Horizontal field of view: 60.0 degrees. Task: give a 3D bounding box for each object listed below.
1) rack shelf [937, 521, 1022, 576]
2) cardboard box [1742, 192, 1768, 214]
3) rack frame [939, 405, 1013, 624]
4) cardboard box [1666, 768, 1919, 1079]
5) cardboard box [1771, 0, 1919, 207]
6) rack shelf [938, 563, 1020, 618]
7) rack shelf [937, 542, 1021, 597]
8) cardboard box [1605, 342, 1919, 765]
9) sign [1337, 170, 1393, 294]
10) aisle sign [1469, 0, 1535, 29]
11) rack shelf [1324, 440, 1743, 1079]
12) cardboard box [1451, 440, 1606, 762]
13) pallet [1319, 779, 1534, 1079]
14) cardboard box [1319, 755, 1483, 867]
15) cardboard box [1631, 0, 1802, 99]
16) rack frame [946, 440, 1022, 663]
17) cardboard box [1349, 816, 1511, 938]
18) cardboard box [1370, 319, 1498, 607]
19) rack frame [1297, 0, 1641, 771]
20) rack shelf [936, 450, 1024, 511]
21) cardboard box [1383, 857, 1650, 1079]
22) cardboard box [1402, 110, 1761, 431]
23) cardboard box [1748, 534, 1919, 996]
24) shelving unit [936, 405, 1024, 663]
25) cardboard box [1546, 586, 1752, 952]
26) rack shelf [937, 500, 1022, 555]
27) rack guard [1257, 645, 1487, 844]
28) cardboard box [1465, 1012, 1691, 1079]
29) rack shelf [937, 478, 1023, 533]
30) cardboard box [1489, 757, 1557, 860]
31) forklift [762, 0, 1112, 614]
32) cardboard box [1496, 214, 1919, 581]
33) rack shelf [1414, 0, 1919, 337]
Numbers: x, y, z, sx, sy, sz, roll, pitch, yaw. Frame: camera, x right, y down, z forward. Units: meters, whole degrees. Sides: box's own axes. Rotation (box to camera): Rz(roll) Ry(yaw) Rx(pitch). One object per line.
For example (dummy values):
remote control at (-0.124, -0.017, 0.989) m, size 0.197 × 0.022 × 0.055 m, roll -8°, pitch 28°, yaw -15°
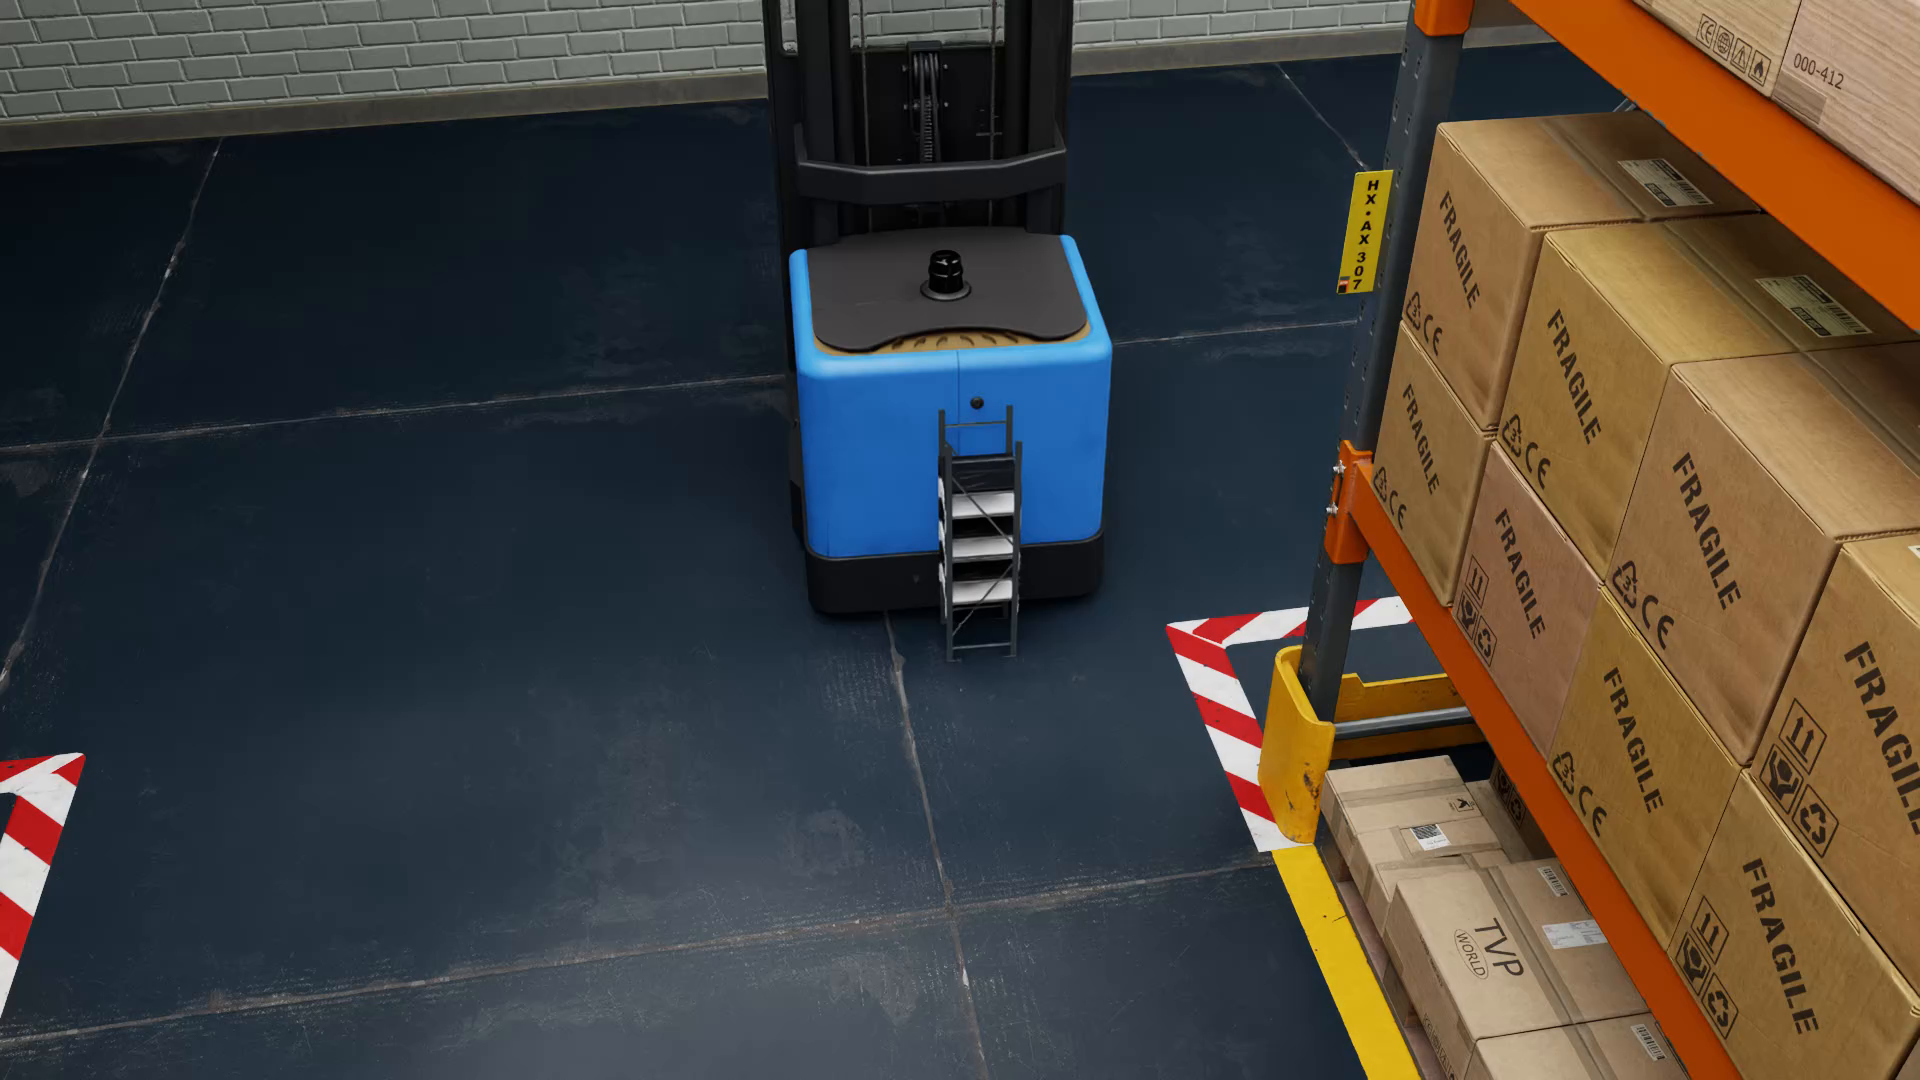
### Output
rack shelf at (0.063, 0.020, 5.545) m, size 0.258 × 0.077 × 0.200 m, roll -4°, pitch 38°, yaw -5°
cardboard box at (1.874, -0.661, 3.759) m, size 0.500 × 0.500 × 0.500 m, roll -7°, pitch 38°, yaw -8°
rack frame at (0.051, -0.069, 5.605) m, size 0.240 × 0.900 × 0.006 m, roll -4°, pitch 38°, yaw -5°
cardboard box at (1.611, 0.708, 2.813) m, size 0.500 × 0.500 × 0.500 m, roll -6°, pitch 38°, yaw -7°
cardboard box at (1.530, -0.648, 2.317) m, size 0.500 × 0.250 × 0.500 m, roll -6°, pitch 38°, yaw -8°
rack shelf at (0.063, 0.162, 5.656) m, size 0.258 × 0.077 × 0.200 m, roll -4°, pitch 38°, yaw -5°
rack shelf at (0.063, 0.091, 5.601) m, size 0.258 × 0.077 × 0.200 m, roll -4°, pitch 38°, yaw -5°
cardboard box at (1.526, 0.014, 2.891) m, size 0.500 × 0.500 × 0.500 m, roll -6°, pitch 38°, yaw -7°
sign at (0.991, -0.749, 4.064) m, size 0.100 × 0.325 × 0.005 m, roll -6°, pitch 38°, yaw -8°
aisle sign at (1.225, -1.502, 3.620) m, size 0.394 × 0.787 × 0.004 m, roll -6°, pitch 38°, yaw -8°
rack shelf at (1.876, 1.026, 3.071) m, size 1.077 × 0.370 × 4.000 m, roll -6°, pitch 38°, yaw -8°
cardboard box at (1.440, 0.102, 3.592) m, size 0.500 × 0.500 × 0.500 m, roll -7°, pitch 38°, yaw -8°
pallet at (1.680, 1.163, 4.582) m, size 1.003 × 0.211 × 1.213 m, roll -6°, pitch 38°, yaw -8°
cardboard box at (1.261, 0.776, 4.771) m, size 0.380 × 0.149 × 0.250 m, roll -6°, pitch 38°, yaw -8°
cardboard box at (1.440, -0.950, 2.705) m, size 0.500 × 0.250 × 0.500 m, roll -6°, pitch 38°, yaw -8°
rack frame at (0.075, 0.055, 5.445) m, size 0.240 × 0.900 × 0.006 m, roll -4°, pitch 38°, yaw -5°
cardboard box at (1.305, 0.920, 4.572) m, size 0.380 × 0.166 × 0.250 m, roll -6°, pitch 38°, yaw -8°
cardboard box at (1.344, -0.209, 3.993) m, size 0.500 × 0.500 × 0.500 m, roll -5°, pitch 38°, yaw -7°
rack frame at (1.526, -0.466, 4.405) m, size 1.000 × 3.000 × 0.127 m, roll -6°, pitch 38°, yaw -8°
rack shelf at (0.063, -0.194, 5.380) m, size 0.258 × 0.077 × 0.200 m, roll -4°, pitch 38°, yaw -5°
cardboard box at (1.429, 1.107, 4.263) m, size 0.500 × 0.250 × 0.500 m, roll -6°, pitch 38°, yaw -8°
cardboard box at (1.344, -0.604, 3.686) m, size 0.500 × 0.500 × 0.500 m, roll -5°, pitch 38°, yaw -7°
cardboard box at (1.616, 0.320, 2.496) m, size 0.500 × 0.500 × 0.500 m, roll -7°, pitch 38°, yaw -8°
shelving unit at (0.063, -0.007, 5.525) m, size 0.258 × 0.900 × 0.210 m, roll -4°, pitch 38°, yaw -5°
cardboard box at (1.525, 0.405, 3.202) m, size 0.500 × 0.500 × 0.500 m, roll -6°, pitch 38°, yaw -8°
rack shelf at (0.063, -0.051, 5.490) m, size 0.258 × 0.077 × 0.200 m, roll -4°, pitch 38°, yaw -5°
rack guard at (1.539, 0.567, 5.113) m, size 1.175 × 0.500 × 0.348 m, roll -6°, pitch 38°, yaw -8°
cardboard box at (1.517, 1.409, 3.874) m, size 0.500 × 0.250 × 0.500 m, roll -6°, pitch 38°, yaw -8°
rack shelf at (0.063, -0.122, 5.435) m, size 0.258 × 0.077 × 0.200 m, roll -4°, pitch 38°, yaw -5°
cardboard box at (1.863, 0.649, 4.648) m, size 0.500 × 0.500 × 0.500 m, roll -6°, pitch 38°, yaw -8°
forklift at (-0.175, -1.796, 6.173) m, size 1.130 × 2.935 × 3.031 m, roll -4°, pitch 38°, yaw -5°
cardboard box at (1.443, -0.289, 3.281) m, size 0.500 × 0.500 × 0.500 m, roll -6°, pitch 38°, yaw -7°
rack shelf at (1.876, -0.158, 2.150) m, size 1.077 × 0.370 × 4.000 m, roll -6°, pitch 38°, yaw -8°
